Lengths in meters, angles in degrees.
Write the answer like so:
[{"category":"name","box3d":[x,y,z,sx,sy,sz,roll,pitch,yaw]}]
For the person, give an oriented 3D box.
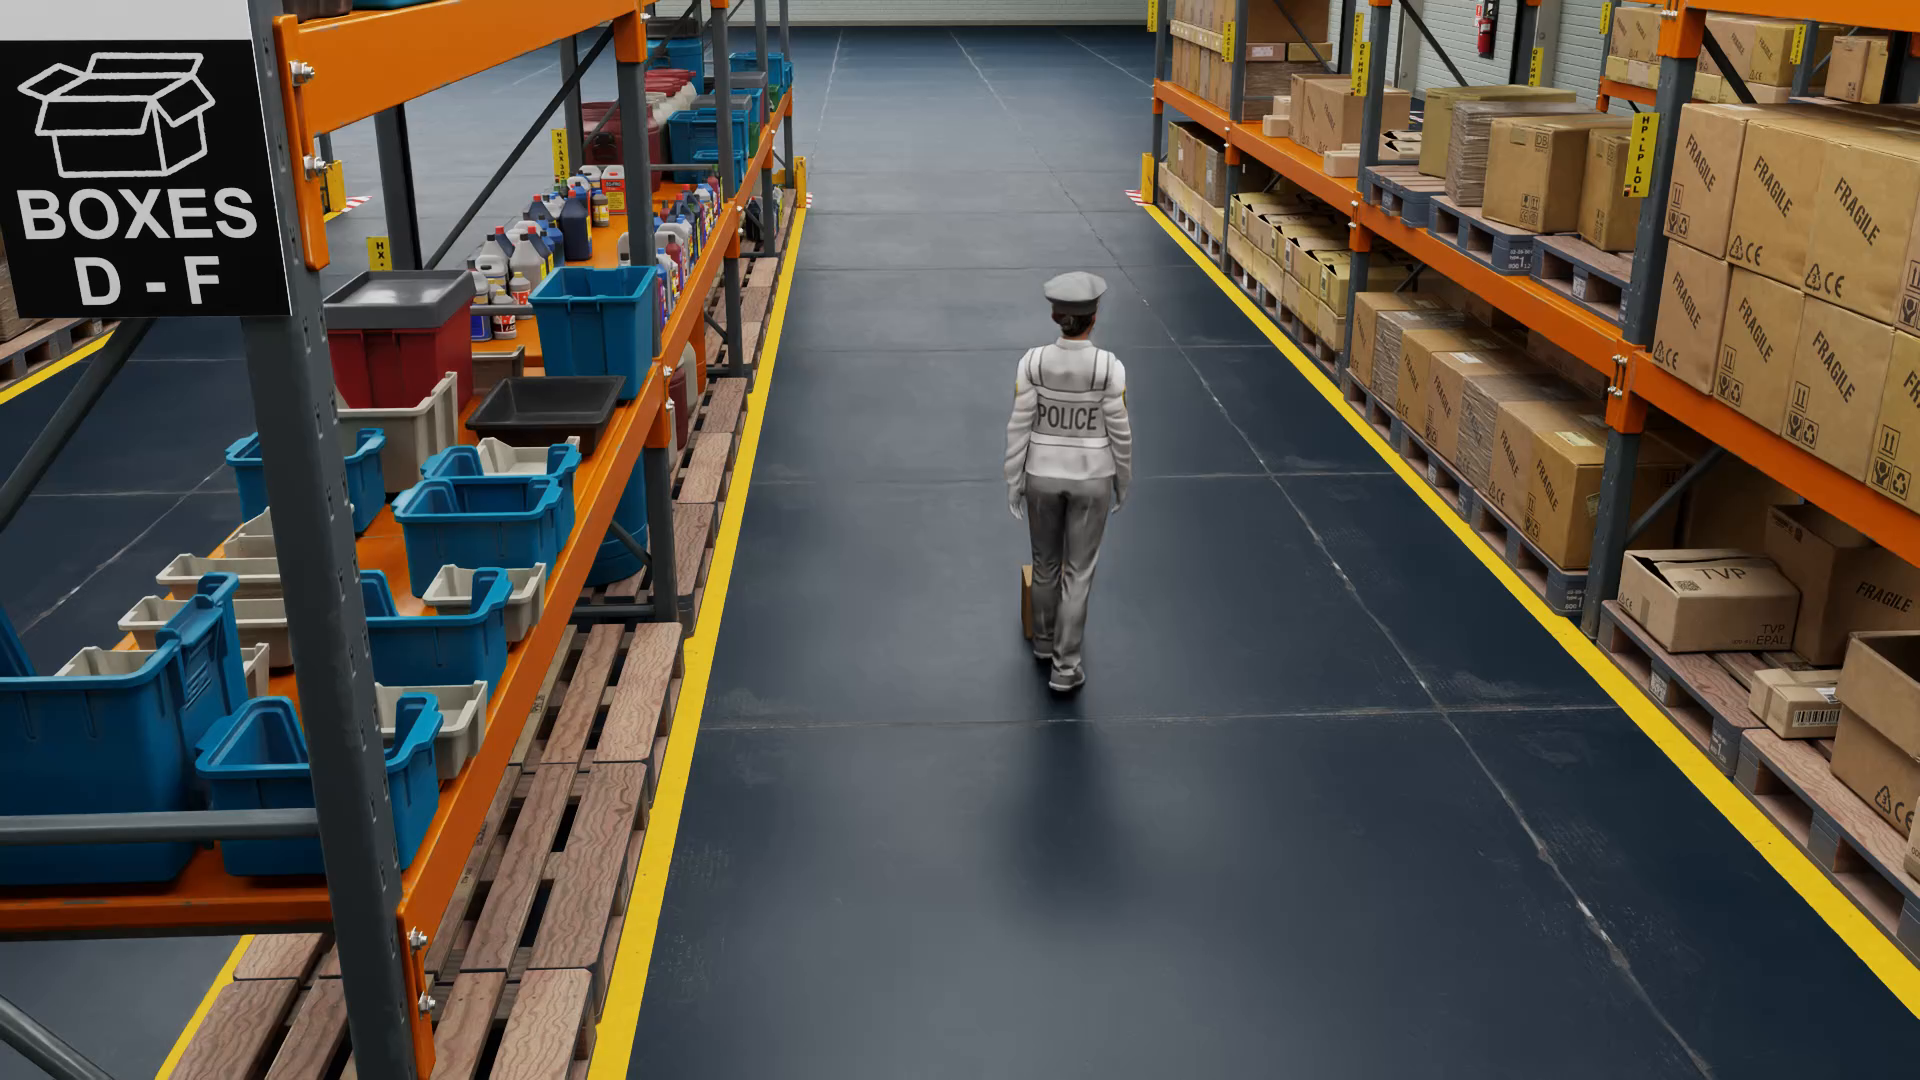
[{"category":"person","box3d":[0.442,-0.243,6.695,0.500,1.672,0.634,5,21,14]}]
